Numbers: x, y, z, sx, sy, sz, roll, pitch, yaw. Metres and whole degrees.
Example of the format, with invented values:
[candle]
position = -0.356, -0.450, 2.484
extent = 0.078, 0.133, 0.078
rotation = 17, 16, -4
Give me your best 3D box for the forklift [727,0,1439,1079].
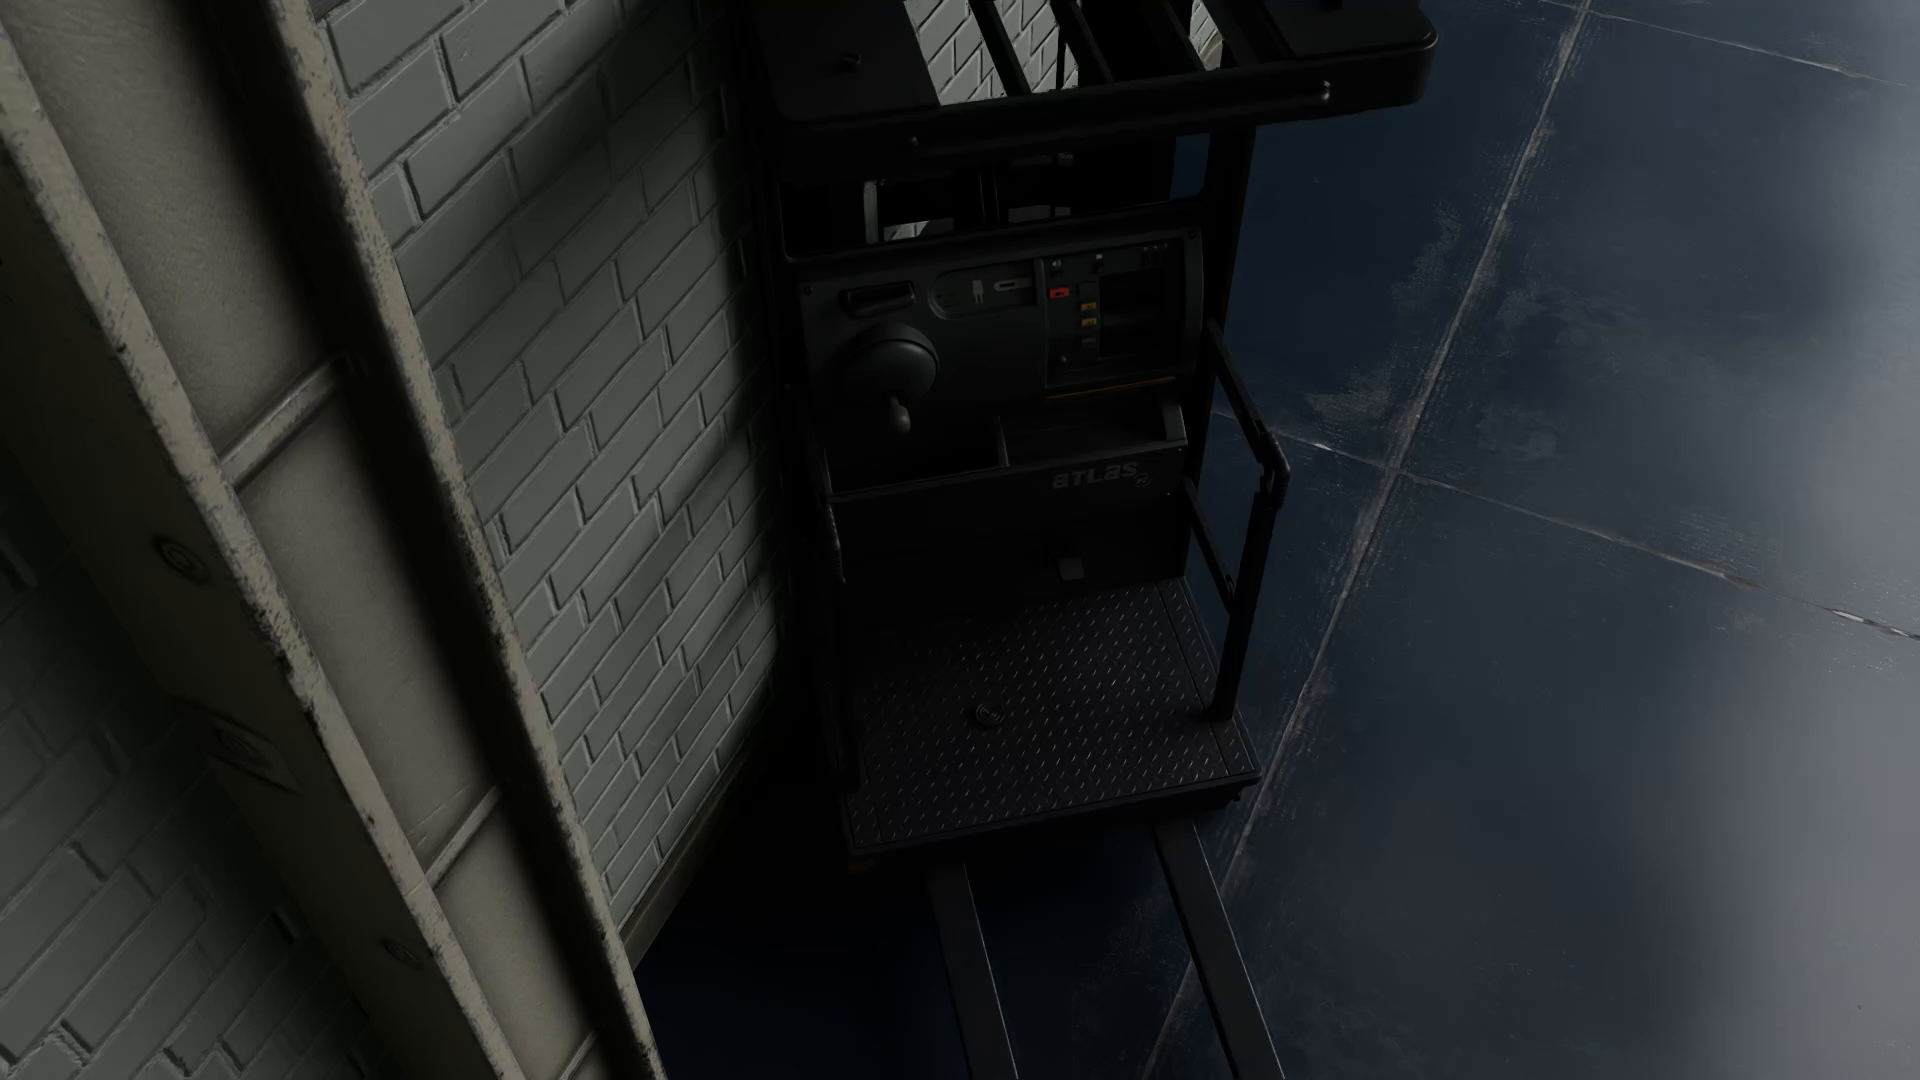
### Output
[forklift]
position = 0.150, -0.377, 3.647
extent = 1.130, 2.935, 3.031
rotation = -10, 50, -8
